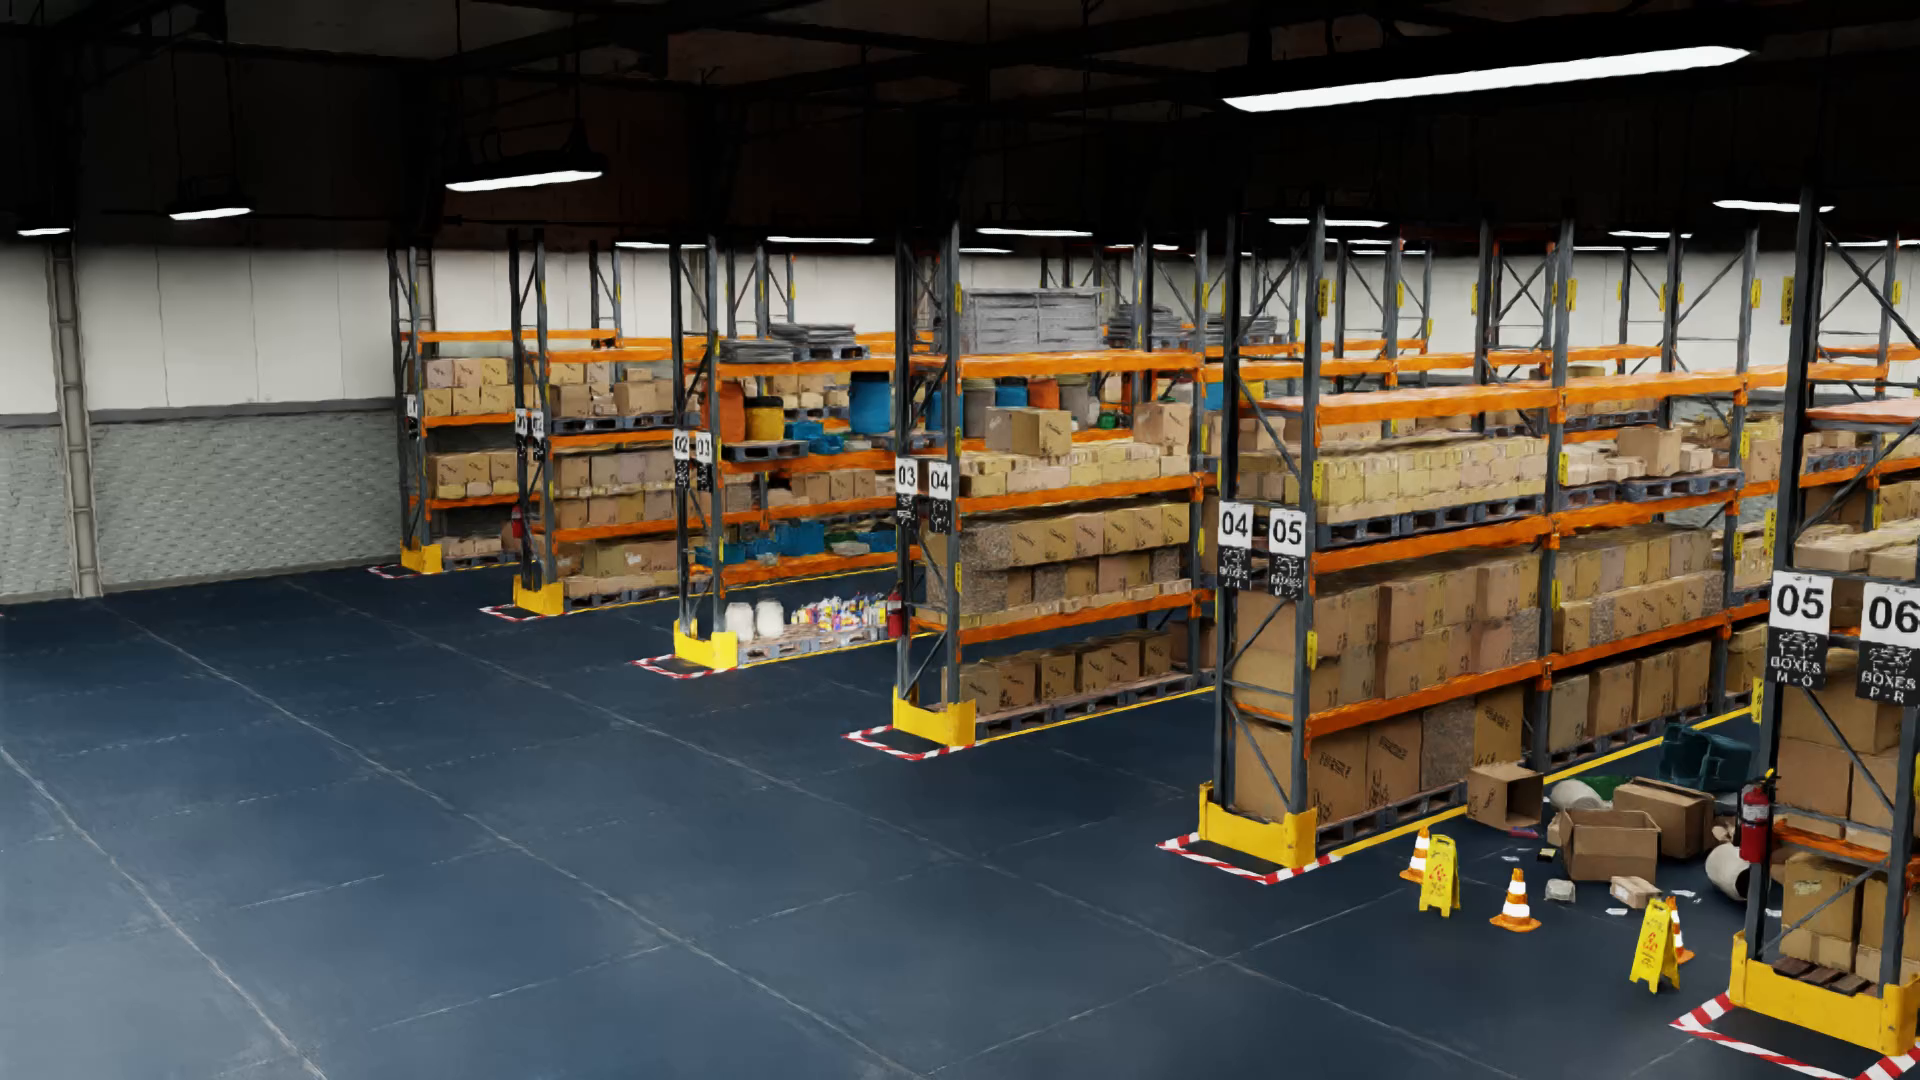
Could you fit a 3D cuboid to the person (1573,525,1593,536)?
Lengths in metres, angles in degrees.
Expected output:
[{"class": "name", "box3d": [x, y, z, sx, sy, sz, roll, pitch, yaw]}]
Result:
[{"class": "person", "box3d": [9.035, 0.556, 24.250, 0.400, 1.769, 0.674, 5, 10, 28]}]
